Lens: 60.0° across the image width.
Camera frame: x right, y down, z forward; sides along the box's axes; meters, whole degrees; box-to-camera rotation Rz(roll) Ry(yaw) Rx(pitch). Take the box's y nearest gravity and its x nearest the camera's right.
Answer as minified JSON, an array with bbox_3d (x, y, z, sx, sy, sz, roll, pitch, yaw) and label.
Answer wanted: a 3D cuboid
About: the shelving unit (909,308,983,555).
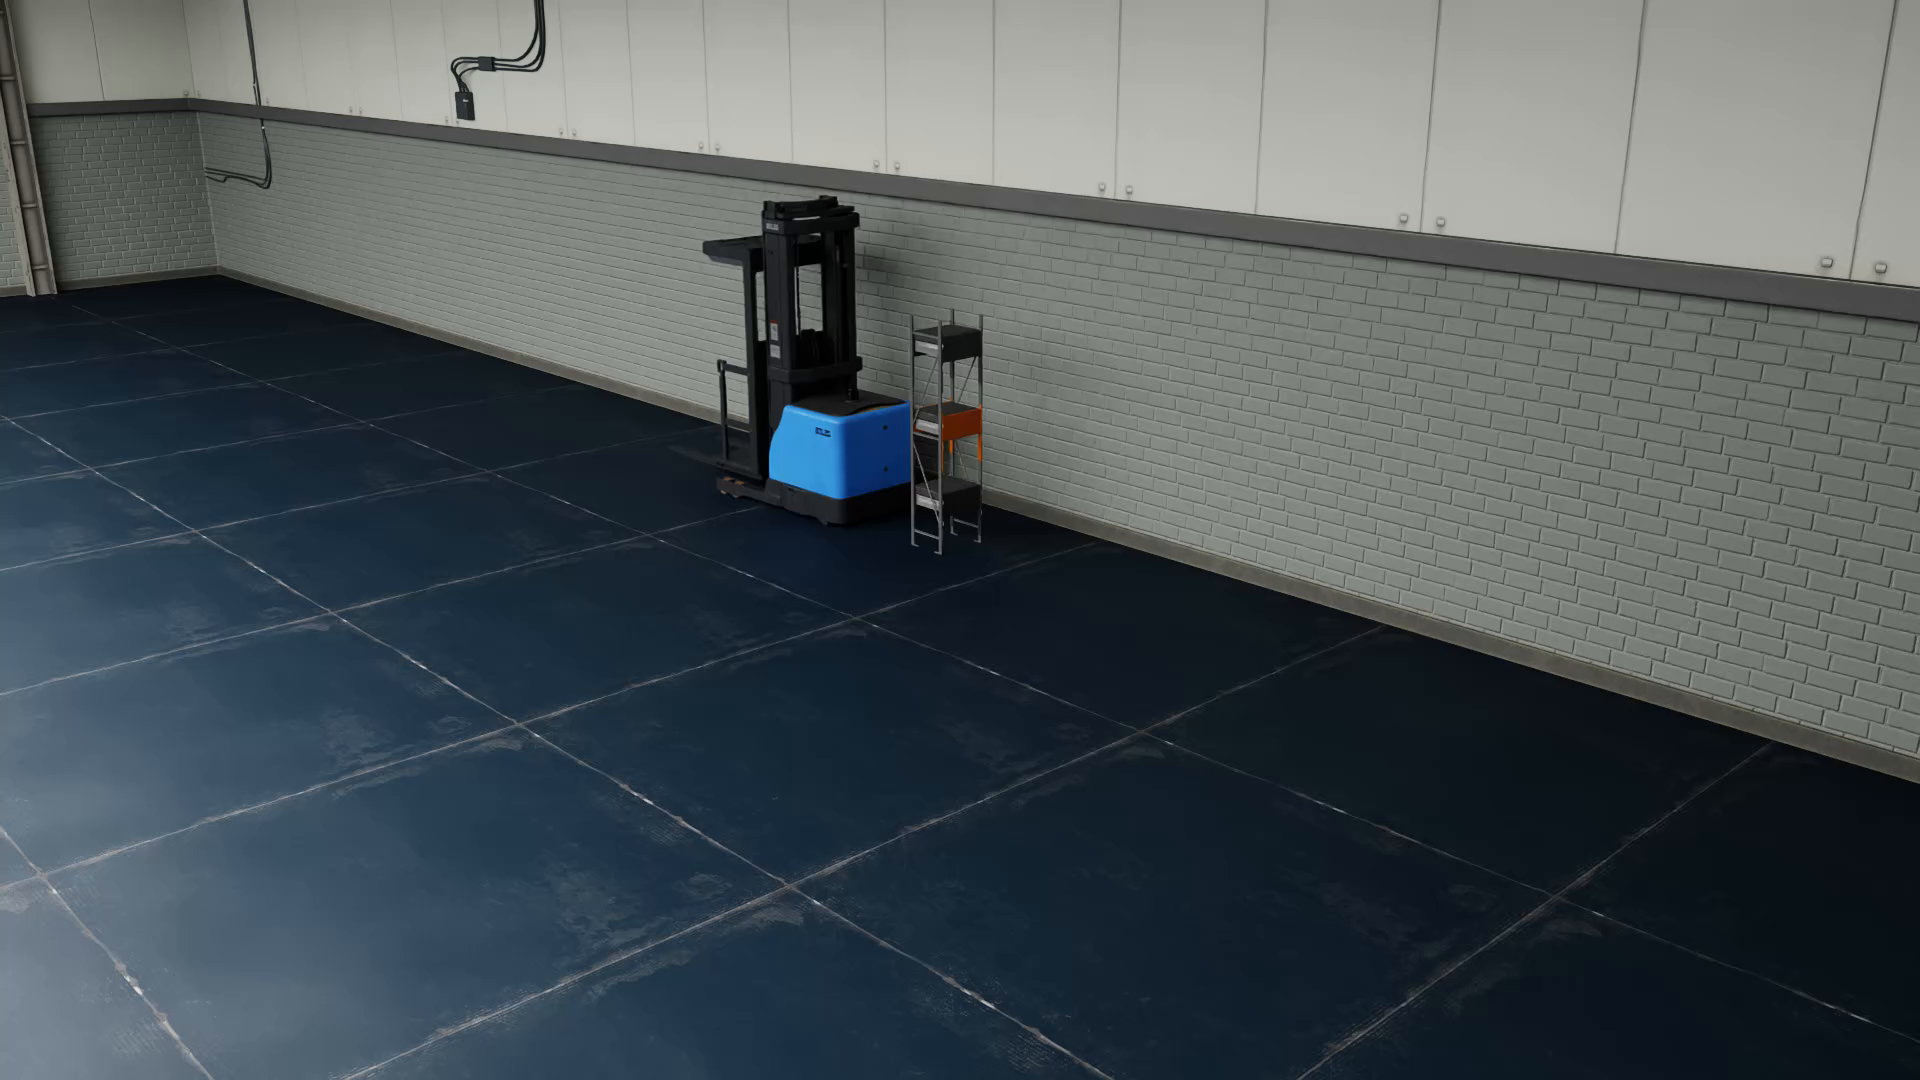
[{"bbox_3d":[-0.120,-0.964,14.818,0.503,2.100,0.431,-16,24,-41],"label":"shelving unit"}]

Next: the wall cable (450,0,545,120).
[{"bbox_3d":[-5.925,-8.249,20.586,0.169,6.003,2.305,-16,24,-41],"label":"wall cable"}]

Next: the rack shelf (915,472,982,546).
[{"bbox_3d":[-0.120,-0.285,15.038,0.480,0.518,0.431,-16,24,-41],"label":"rack shelf"}]

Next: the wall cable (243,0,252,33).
[{"bbox_3d":[-10.577,-9.081,25.513,0.112,2.526,3.097,-16,24,-41],"label":"wall cable"}]

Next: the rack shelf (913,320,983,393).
[{"bbox_3d":[-0.120,-1.617,14.606,0.480,0.518,0.431,-16,24,-41],"label":"rack shelf"}]

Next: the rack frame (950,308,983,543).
[{"bbox_3d":[0.057,-1.015,14.977,0.015,2.100,0.400,-16,24,-41],"label":"rack frame"}]

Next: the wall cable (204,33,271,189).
[{"bbox_3d":[-12.436,-7.285,28.162,0.112,2.526,3.097,-16,24,-41],"label":"wall cable"}]

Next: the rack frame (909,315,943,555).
[{"bbox_3d":[-0.298,-0.912,14.659,0.015,2.100,0.400,-16,24,-41],"label":"rack frame"}]

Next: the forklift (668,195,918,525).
[{"bbox_3d":[-1.792,-1.907,16.381,1.130,2.935,3.031,-17,24,-41],"label":"forklift"}]

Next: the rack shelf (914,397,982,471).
[{"bbox_3d":[-0.120,-0.951,14.822,0.480,0.518,0.431,-16,24,-41],"label":"rack shelf"}]

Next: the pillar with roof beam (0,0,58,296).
[{"bbox_3d":[-12.528,-7.469,23.696,0.400,9.000,9.100,-16,24,-41],"label":"pillar with roof beam"}]
